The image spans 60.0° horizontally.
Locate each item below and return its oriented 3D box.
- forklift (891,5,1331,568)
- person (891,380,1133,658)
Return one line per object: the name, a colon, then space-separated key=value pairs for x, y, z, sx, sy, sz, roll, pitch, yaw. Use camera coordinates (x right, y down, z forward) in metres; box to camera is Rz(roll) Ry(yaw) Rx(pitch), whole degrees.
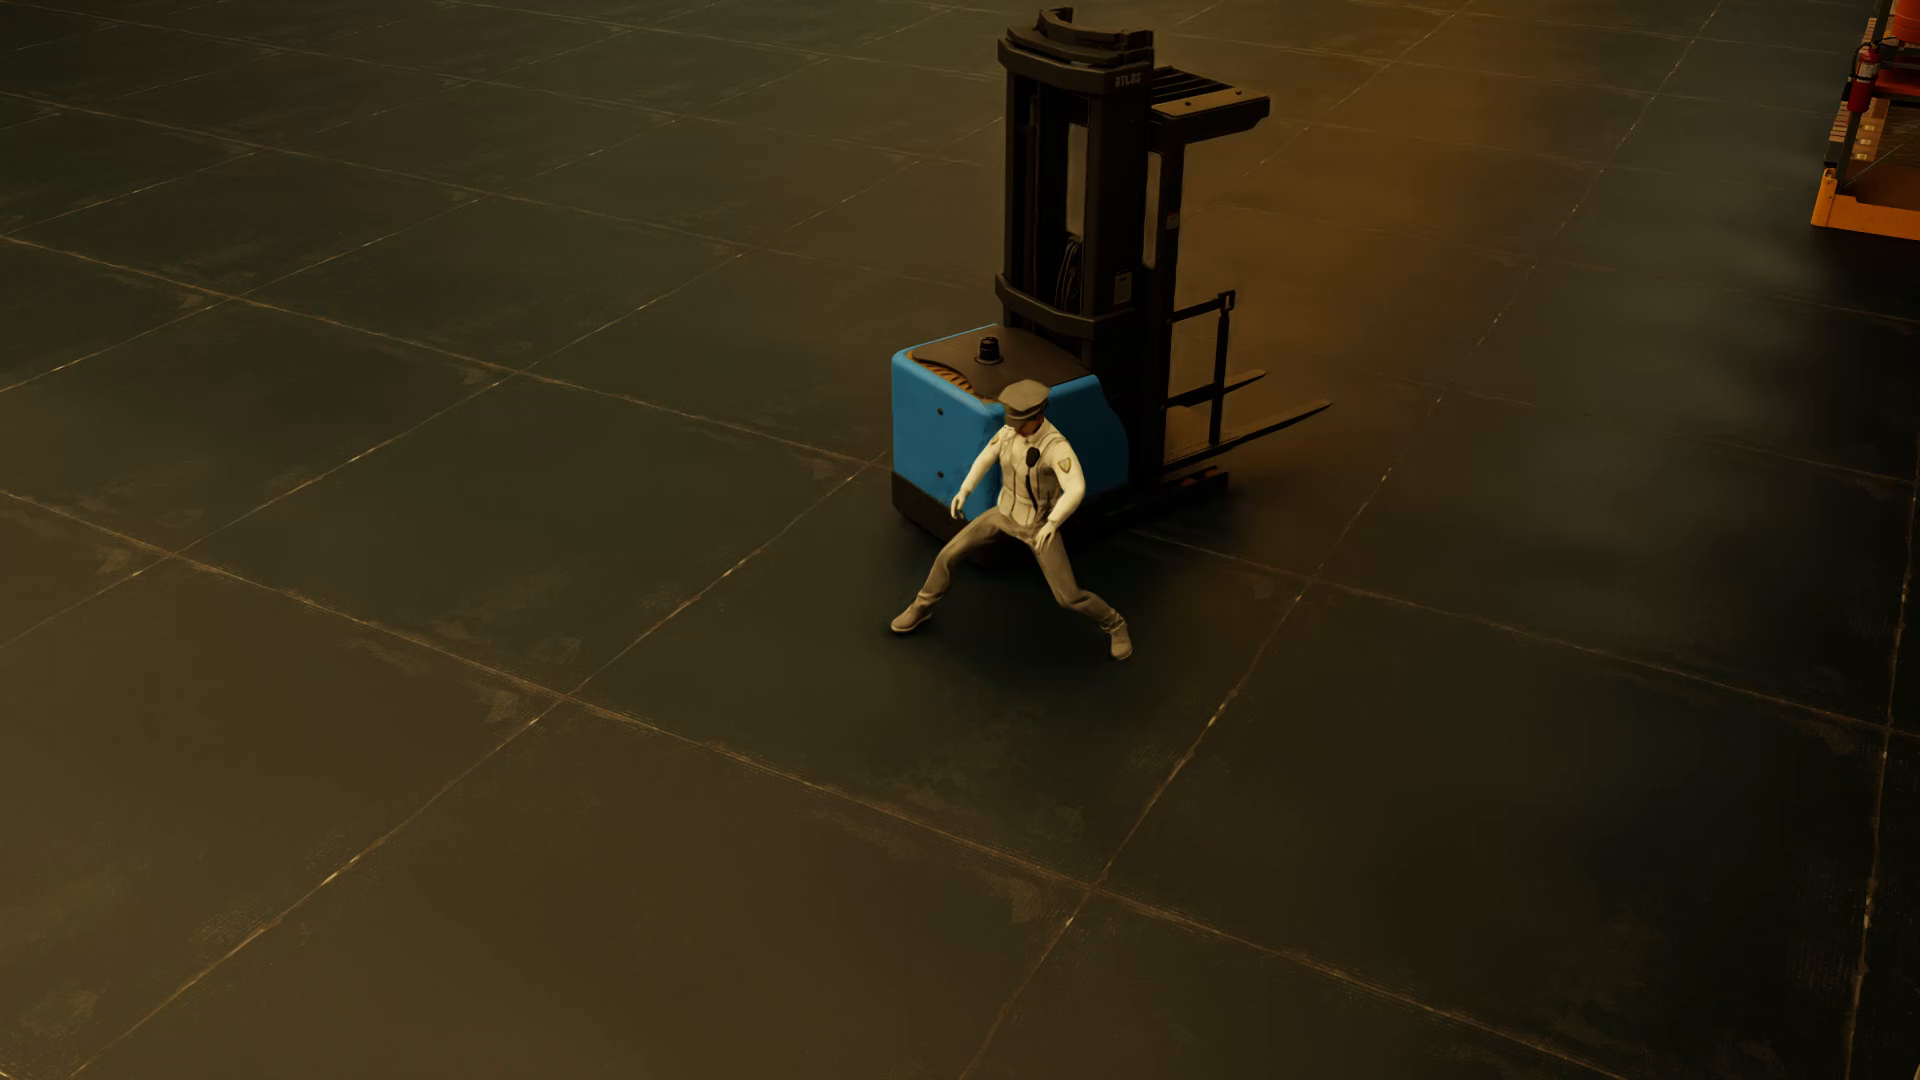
forklift: x=1.072 y=-1.683 z=9.987 sx=3.031 sy=2.935 sz=1.130 roll=-20 pitch=36 yaw=-31
person: x=0.299 y=-0.079 z=8.707 sx=0.954 sy=1.491 sz=1.064 roll=-25 pitch=38 yaw=-36
